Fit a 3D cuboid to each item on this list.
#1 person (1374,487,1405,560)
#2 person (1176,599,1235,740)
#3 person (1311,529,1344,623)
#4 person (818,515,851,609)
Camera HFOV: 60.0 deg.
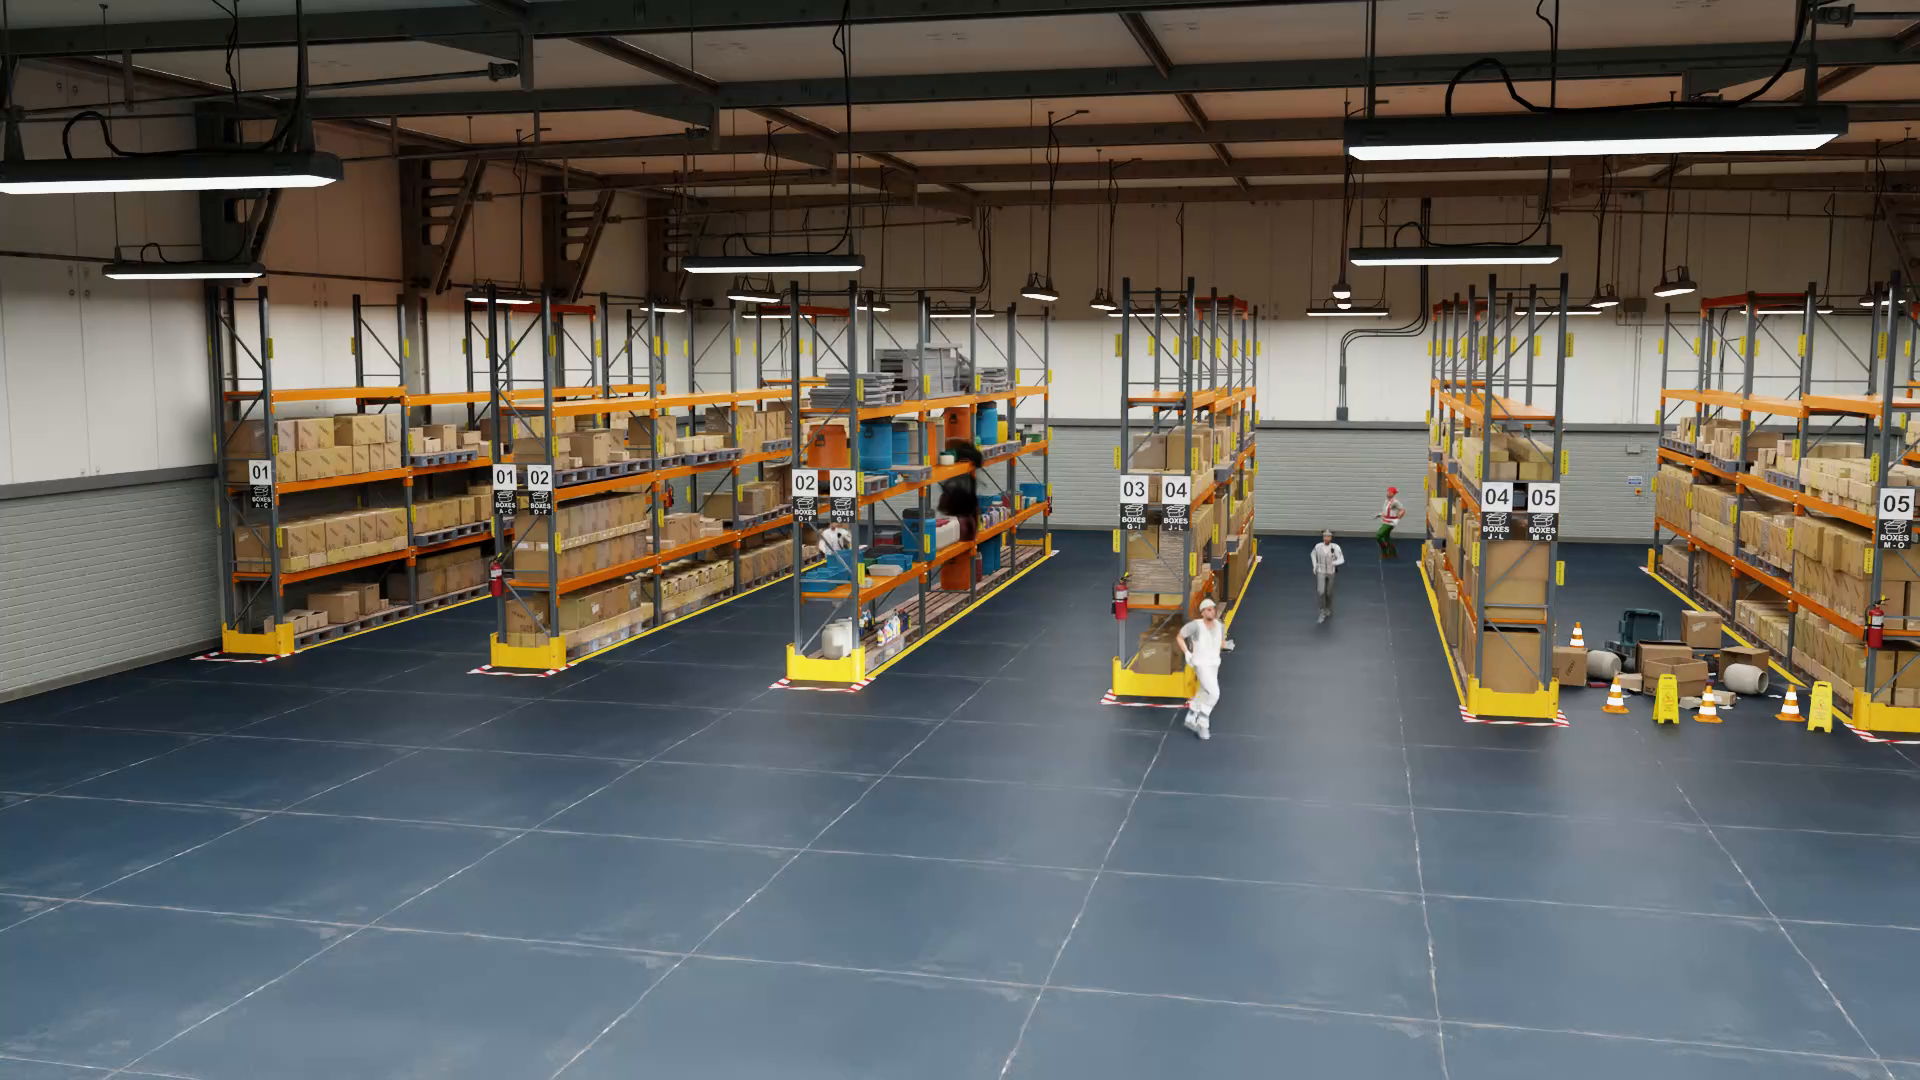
[{"bbox_3d":[10.158,-0.385,39.413,0.640,1.767,0.717,-1,7,-7],"label":"person"},{"bbox_3d":[3.206,1.667,21.508,0.616,1.832,0.746,-5,8,-35],"label":"person"},{"bbox_3d":[6.778,0.648,30.688,0.600,1.743,0.767,1,7,12],"label":"person"},{"bbox_3d":[-2.293,0.399,30.512,0.628,1.764,0.650,2,7,15],"label":"person"}]
